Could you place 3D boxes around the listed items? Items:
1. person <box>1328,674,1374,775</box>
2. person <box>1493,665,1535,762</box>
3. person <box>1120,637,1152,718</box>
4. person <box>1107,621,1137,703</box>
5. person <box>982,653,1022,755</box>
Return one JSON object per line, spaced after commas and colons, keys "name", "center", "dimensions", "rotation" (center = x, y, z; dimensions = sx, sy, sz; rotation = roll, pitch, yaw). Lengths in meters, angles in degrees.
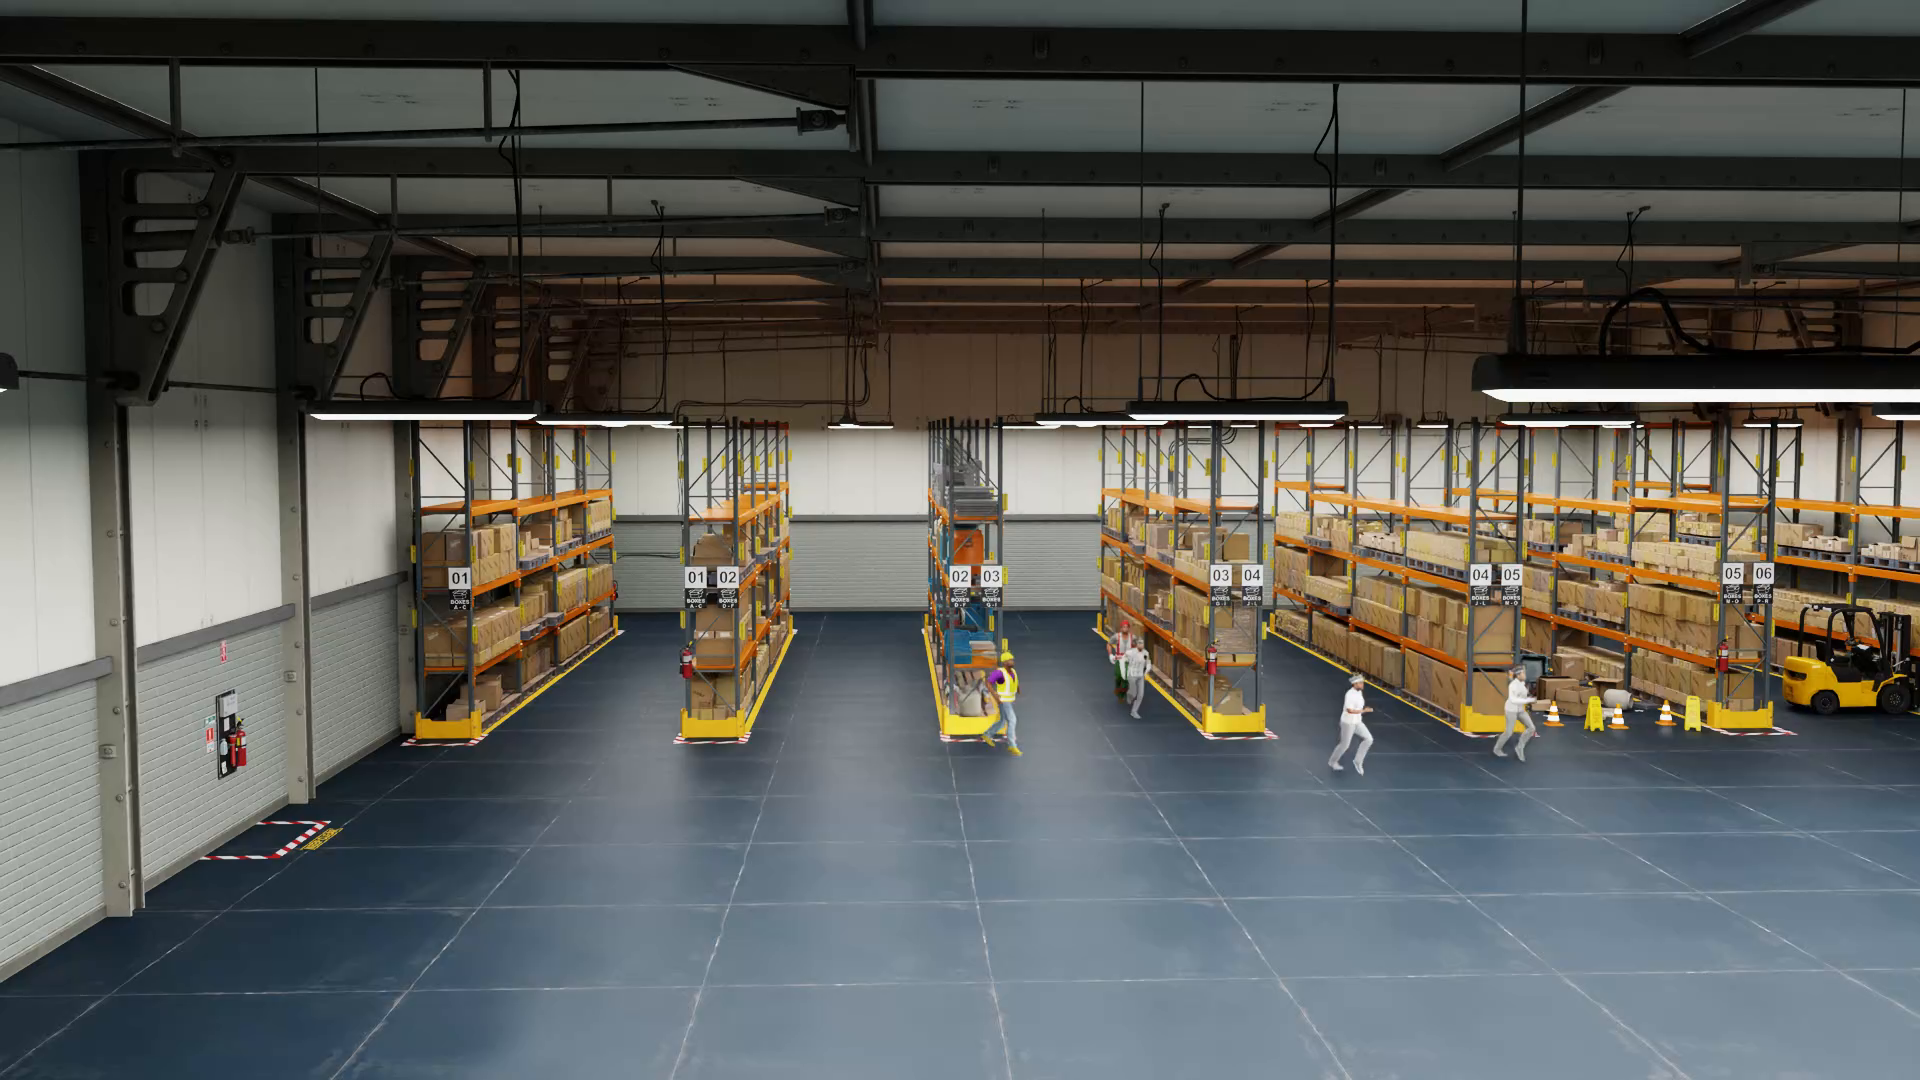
{"name": "person", "center": [6.545, 3.070, 27.804], "dimensions": [0.814, 1.700, 0.601], "rotation": [3, 5, 38]}
{"name": "person", "center": [9.642, 2.994, 28.885], "dimensions": [0.641, 1.683, 0.792], "rotation": [-4, 5, -45]}
{"name": "person", "center": [3.531, 2.742, 33.435], "dimensions": [0.649, 1.654, 0.661], "rotation": [-1, 4, -14]}
{"name": "person", "center": [3.463, 2.566, 35.114], "dimensions": [0.670, 1.737, 0.584], "rotation": [0, 4, -5]}
{"name": "person", "center": [0.790, 2.897, 29.732], "dimensions": [0.875, 1.794, 0.714], "rotation": [2, 4, 28]}
